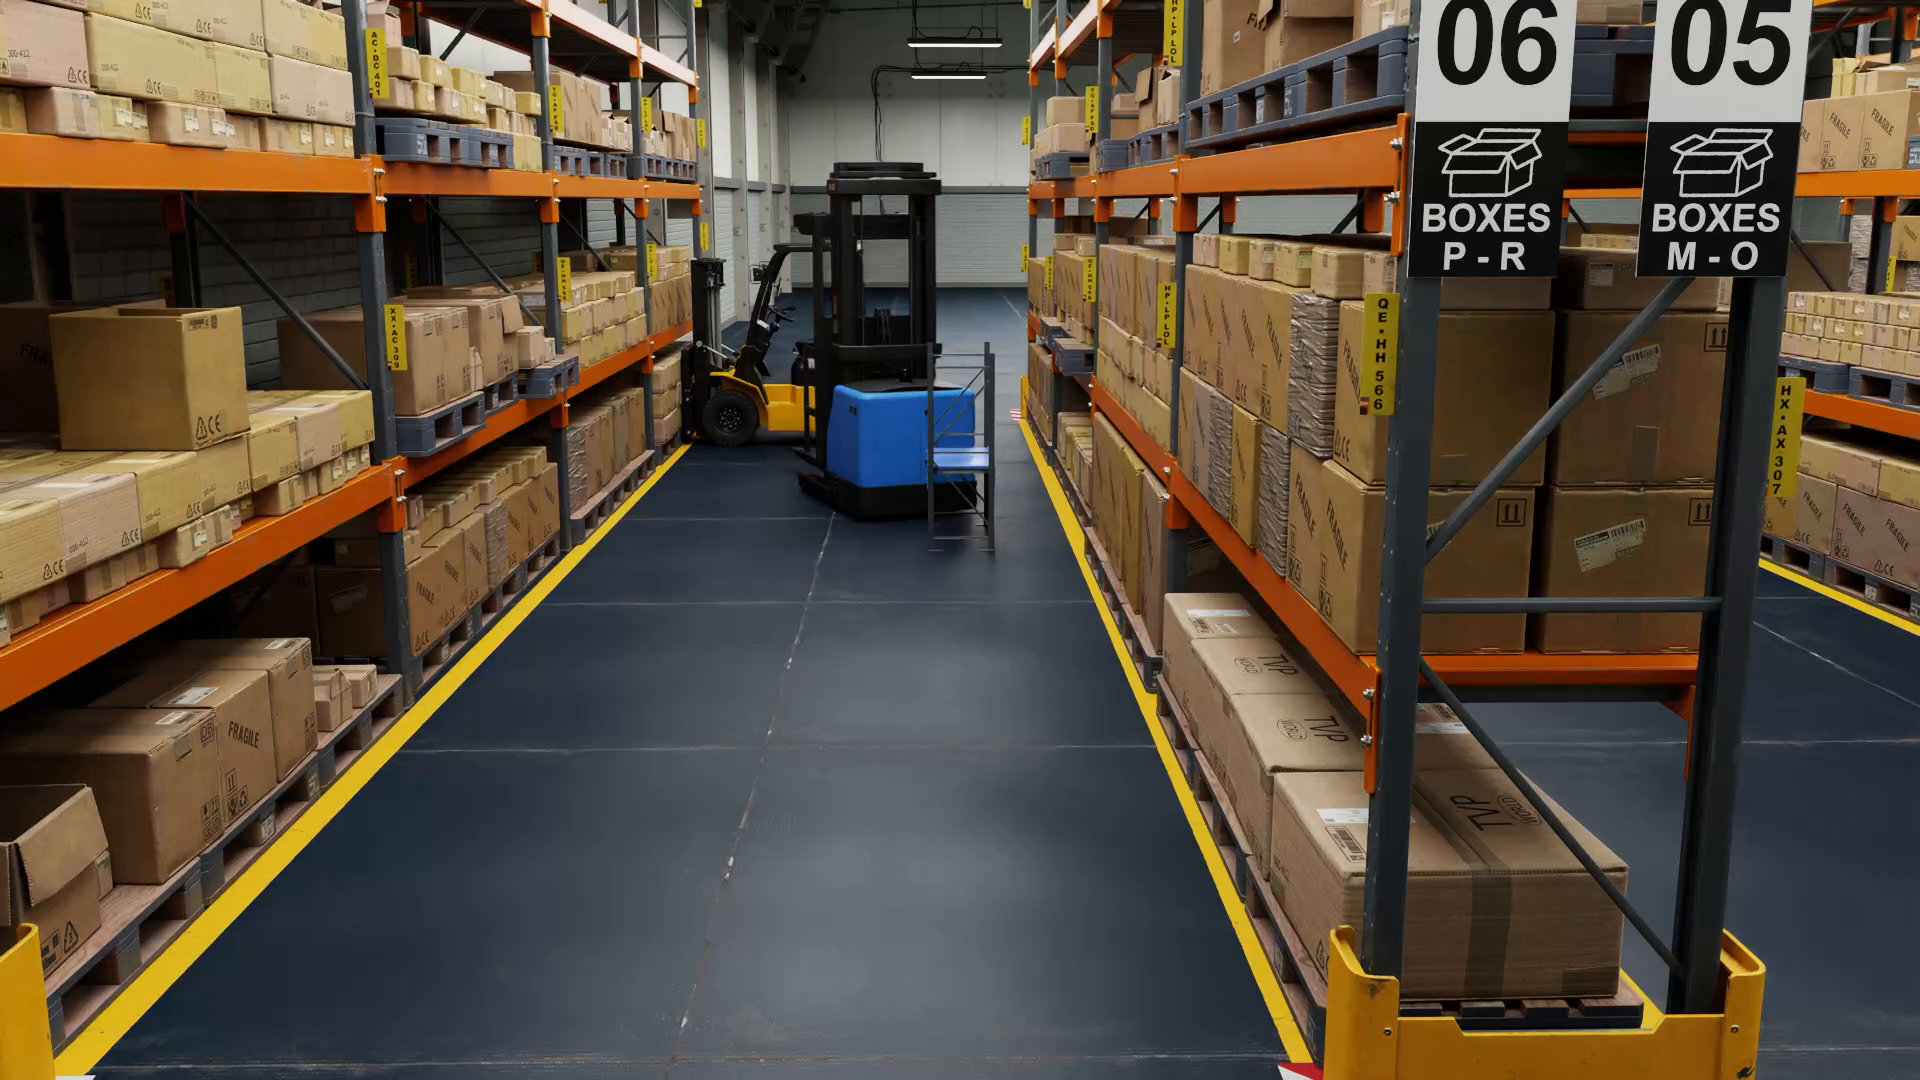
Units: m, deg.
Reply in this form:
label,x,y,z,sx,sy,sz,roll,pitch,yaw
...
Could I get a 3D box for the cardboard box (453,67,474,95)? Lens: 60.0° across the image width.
label,x,y,z,sx,sy,sz,roll,pitch,yaw
cardboard box,-3.038,-2.651,9.614,0.380,0.149,0.250,0,11,-1

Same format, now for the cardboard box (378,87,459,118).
label,x,y,z,sx,sy,sz,roll,pitch,yaw
cardboard box,-2.978,-2.401,9.131,0.380,0.149,0.250,0,11,0

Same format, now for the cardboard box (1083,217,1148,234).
label,x,y,z,sx,sy,sz,roll,pitch,yaw
cardboard box,1.641,-3.073,17.146,0.700,0.500,0.500,0,11,-1

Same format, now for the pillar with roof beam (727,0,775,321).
label,x,y,z,sx,sy,sz,roll,pitch,yaw
pillar with roof beam,-0.578,-9.366,36.590,9.100,9.000,0.548,0,11,-1

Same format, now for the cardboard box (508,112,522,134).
label,x,y,z,sx,sy,sz,roll,pitch,yaw
cardboard box,-3.224,-2.852,11.405,0.380,0.149,0.250,-1,11,-2

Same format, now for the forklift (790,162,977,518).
label,x,y,z,sx,sy,sz,roll,pitch,yaw
forklift,-0.840,-1.874,14.925,1.130,2.935,3.031,-4,12,-20

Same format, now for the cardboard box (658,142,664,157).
label,x,y,z,sx,sy,sz,roll,pitch,yaw
cardboard box,-3.262,-4.022,17.118,0.380,0.149,0.250,0,11,1

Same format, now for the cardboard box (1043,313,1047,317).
label,x,y,z,sx,sy,sz,roll,pitch,yaw
cardboard box,1.086,-2.339,17.677,0.380,0.149,0.250,0,11,-2

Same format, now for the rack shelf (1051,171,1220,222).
label,x,y,z,sx,sy,sz,roll,pitch,yaw
rack shelf,1.463,-2.918,14.162,1.077,0.370,4.000,0,11,-1

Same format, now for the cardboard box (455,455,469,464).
label,x,y,z,sx,sy,sz,roll,pitch,yaw
cardboard box,-3.759,-0.575,11.950,0.380,0.149,0.250,0,11,2

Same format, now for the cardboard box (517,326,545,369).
label,x,y,z,sx,sy,sz,roll,pitch,yaw
cardboard box,-3.113,-1.305,11.271,0.500,0.250,0.500,-1,11,-4

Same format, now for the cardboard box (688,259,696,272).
label,x,y,z,sx,sy,sz,roll,pitch,yaw
cardboard box,-3.301,-3.220,19.505,0.380,0.149,0.250,0,11,0

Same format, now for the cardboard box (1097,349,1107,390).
label,x,y,z,sx,sy,sz,roll,pitch,yaw
cardboard box,1.263,-1.231,11.959,0.500,0.250,0.500,0,11,-2

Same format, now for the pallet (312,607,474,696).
label,x,y,z,sx,sy,sz,roll,pitch,yaw
pallet,-3.430,0.619,9.479,1.003,0.211,1.213,0,11,-1

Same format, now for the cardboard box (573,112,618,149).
label,x,y,z,sx,sy,sz,roll,pitch,yaw
cardboard box,-3.266,-3.562,14.447,0.500,0.311,0.500,-1,11,-3

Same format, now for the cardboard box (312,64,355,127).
label,x,y,z,sx,sy,sz,roll,pitch,yaw
cardboard box,-3.115,-2.034,7.625,0.500,0.250,0.500,0,11,-1

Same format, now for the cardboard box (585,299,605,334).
label,x,y,z,sx,sy,sz,roll,pitch,yaw
cardboard box,-3.225,-1.846,13.733,0.500,0.250,0.500,-1,11,-3

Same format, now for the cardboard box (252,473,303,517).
label,x,y,z,sx,sy,sz,roll,pitch,yaw
cardboard box,-3.048,-0.195,7.107,0.380,0.149,0.250,0,11,-2

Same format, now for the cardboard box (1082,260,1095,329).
label,x,y,z,sx,sy,sz,roll,pitch,yaw
cardboard box,1.217,-1.893,12.787,0.500,0.500,0.500,-1,11,-3

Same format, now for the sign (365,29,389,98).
label,x,y,z,sx,sy,sz,roll,pitch,yaw
sign,-2.833,-2.314,8.074,0.100,0.325,0.005,0,11,-1

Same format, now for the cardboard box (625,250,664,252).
label,x,y,z,sx,sy,sz,roll,pitch,yaw
cardboard box,-3.357,-3.010,17.719,0.380,0.149,0.250,0,11,-1

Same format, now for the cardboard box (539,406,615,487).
label,x,y,z,sx,sy,sz,roll,pitch,yaw
cardboard box,-3.493,-0.811,14.430,0.875,0.625,0.625,-1,11,-4

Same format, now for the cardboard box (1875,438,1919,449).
label,x,y,z,sx,sy,sz,roll,pitch,yaw
cardboard box,6.749,-0.556,11.601,0.500,0.250,0.500,0,11,0

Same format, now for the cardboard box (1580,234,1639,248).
label,x,y,z,sx,sy,sz,roll,pitch,yaw
cardboard box,6.385,-2.679,15.952,0.700,0.500,0.500,0,11,-2

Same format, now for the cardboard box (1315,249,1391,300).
label,x,y,z,sx,sy,sz,roll,pitch,yaw
cardboard box,1.343,-0.841,5.263,0.380,0.149,0.250,0,11,-2

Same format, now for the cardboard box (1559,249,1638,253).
label,x,y,z,sx,sy,sz,roll,pitch,yaw
cardboard box,1.972,-0.845,5.282,0.380,0.149,0.250,0,11,1

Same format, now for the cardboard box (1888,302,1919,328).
label,x,y,z,sx,sy,sz,roll,pitch,yaw
cardboard box,6.296,-1.463,10.808,0.380,0.149,0.250,0,11,1

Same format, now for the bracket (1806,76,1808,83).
label,x,y,z,sx,sy,sz,roll,pitch,yaw
bracket,25.951,-14.179,51.263,0.235,0.232,0.430,0,11,-1

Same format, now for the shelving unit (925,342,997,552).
label,x,y,z,sx,sy,sz,roll,pitch,yaw
shelving unit,-0.002,-0.752,12.994,0.538,1.500,1.048,0,11,-1

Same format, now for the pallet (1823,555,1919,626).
label,x,y,z,sx,sy,sz,roll,pitch,yaw
pallet,6.488,0.321,10.947,1.003,0.211,1.213,0,11,-1

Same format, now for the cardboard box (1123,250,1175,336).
label,x,y,z,sx,sy,sz,roll,pitch,yaw
cardboard box,1.292,-1.541,10.344,0.500,0.500,0.500,0,11,0

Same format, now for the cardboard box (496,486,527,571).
label,x,y,z,sx,sy,sz,roll,pitch,yaw
cardboard box,-3.221,-0.076,11.118,0.500,0.500,0.500,0,11,1

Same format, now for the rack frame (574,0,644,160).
label,x,y,z,sx,sy,sz,roll,pitch,yaw
rack frame,-3.541,-5.117,15.648,1.000,3.000,0.127,0,11,-1

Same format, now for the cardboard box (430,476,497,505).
label,x,y,z,sx,sy,sz,roll,pitch,yaw
cardboard box,-3.195,-0.319,10.688,0.380,0.149,0.250,-1,11,-4

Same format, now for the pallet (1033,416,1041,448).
label,x,y,z,sx,sy,sz,roll,pitch,yaw
pallet,1.344,-1.208,18.481,1.003,0.211,1.213,0,11,-1

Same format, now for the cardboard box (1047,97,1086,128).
label,x,y,z,sx,sy,sz,roll,pitch,yaw
cardboard box,1.053,-3.828,14.905,0.500,0.250,0.500,0,11,-2

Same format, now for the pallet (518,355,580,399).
label,x,y,z,sx,sy,sz,roll,pitch,yaw
pallet,-3.374,-1.153,11.681,1.213,0.211,1.003,0,11,-1

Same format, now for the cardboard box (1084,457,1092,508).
label,x,y,z,sx,sy,sz,roll,pitch,yaw
cardboard box,1.503,-0.433,13.202,0.950,0.372,0.625,-1,12,-5

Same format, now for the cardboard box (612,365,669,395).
label,x,y,z,sx,sy,sz,roll,pitch,yaw
cardboard box,-3.237,-1.622,16.857,0.500,0.250,0.500,0,11,-2

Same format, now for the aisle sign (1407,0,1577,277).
label,x,y,z,sx,sy,sz,roll,pitch,yaw
aisle sign,1.361,-1.071,4.255,0.394,0.787,0.004,0,11,-1

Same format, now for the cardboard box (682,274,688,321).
label,x,y,z,sx,sy,sz,roll,pitch,yaw
cardboard box,-3.338,-2.719,18.666,0.500,0.500,0.500,0,11,-2

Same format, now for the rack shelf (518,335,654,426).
label,x,y,z,sx,sy,sz,roll,pitch,yaw
rack shelf,-3.499,-1.427,14.356,1.077,0.370,4.000,0,11,-1

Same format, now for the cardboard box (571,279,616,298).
label,x,y,z,sx,sy,sz,roll,pitch,yaw
cardboard box,-3.173,-2.170,14.330,0.380,0.149,0.250,-1,11,-3

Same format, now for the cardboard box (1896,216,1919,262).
label,x,y,z,sx,sy,sz,roll,pitch,yaw
cardboard box,11.001,-3.409,18.805,0.500,0.500,0.500,0,11,-1

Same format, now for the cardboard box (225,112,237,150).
label,x,y,z,sx,sy,sz,roll,pitch,yaw
cardboard box,-3.086,-1.609,6.532,0.380,0.149,0.250,0,11,-1

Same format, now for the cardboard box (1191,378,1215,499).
label,x,y,z,sx,sy,sz,roll,pitch,yaw
cardboard box,1.341,-0.462,7.541,0.500,0.500,0.500,0,11,-1

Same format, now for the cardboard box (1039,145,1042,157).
label,x,y,z,sx,sy,sz,roll,pitch,yaw
cardboard box,1.110,-4.130,17.955,0.500,0.250,0.500,0,11,0

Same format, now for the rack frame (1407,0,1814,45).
label,x,y,z,sx,sy,sz,roll,pitch,yaw
rack frame,1.670,-2.753,3.994,1.000,3.000,0.127,0,11,-1

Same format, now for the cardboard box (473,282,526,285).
label,x,y,z,sx,sy,sz,roll,pitch,yaw
cardboard box,-3.820,-2.066,13.814,0.380,0.149,0.250,0,11,-2

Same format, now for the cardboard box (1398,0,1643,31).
label,x,y,z,sx,sy,sz,roll,pitch,yaw
cardboard box,1.570,-1.553,4.694,0.500,0.250,0.500,-1,12,-6

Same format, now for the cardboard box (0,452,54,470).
label,x,y,z,sx,sy,sz,roll,pitch,yaw
cardboard box,-3.583,-0.155,5.907,0.500,0.250,0.500,0,11,1

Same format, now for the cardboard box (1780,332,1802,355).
label,x,y,z,sx,sy,sz,roll,pitch,yaw
cardboard box,6.259,-1.436,12.169,0.380,0.149,0.250,0,11,-2

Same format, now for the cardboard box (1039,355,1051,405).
label,x,y,z,sx,sy,sz,roll,pitch,yaw
cardboard box,1.117,-1.743,18.078,0.500,0.500,0.500,0,11,2
